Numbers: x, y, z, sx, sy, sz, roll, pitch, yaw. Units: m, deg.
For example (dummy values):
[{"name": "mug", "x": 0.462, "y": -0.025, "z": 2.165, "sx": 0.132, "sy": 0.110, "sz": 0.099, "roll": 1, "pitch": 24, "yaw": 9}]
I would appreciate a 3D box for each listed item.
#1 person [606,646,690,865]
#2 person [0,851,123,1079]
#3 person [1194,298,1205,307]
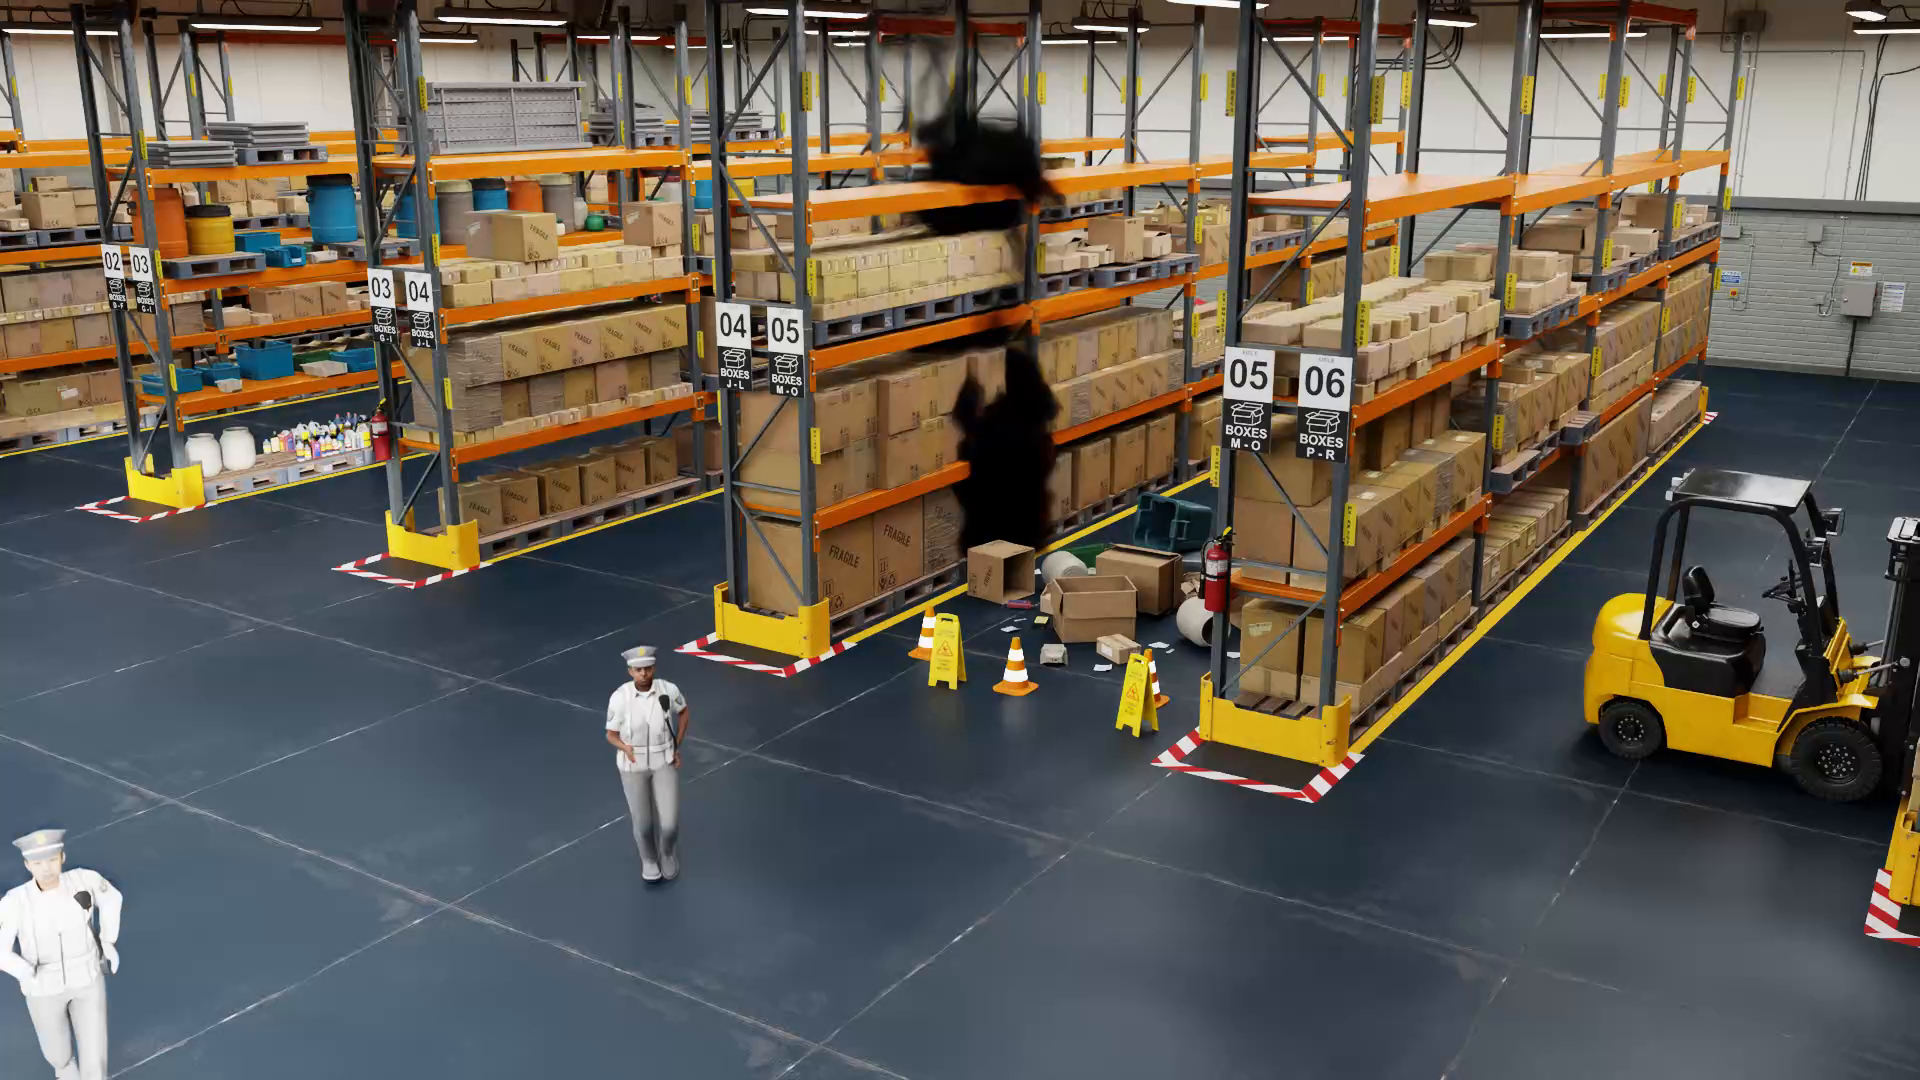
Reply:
[{"name": "person", "x": -1.999, "y": 1.446, "z": 10.765, "sx": 0.554, "sy": 1.584, "sz": 0.602, "roll": -4, "pitch": 16, "yaw": -13}, {"name": "person", "x": -4.405, "y": 2.212, "z": 8.207, "sx": 0.616, "sy": 1.637, "sz": 0.901, "roll": -10, "pitch": 18, "yaw": -32}, {"name": "person", "x": 3.806, "y": -3.102, "z": 26.556, "sx": 0.620, "sy": 1.517, "sz": 0.493, "roll": 9, "pitch": 18, "yaw": 29}]
